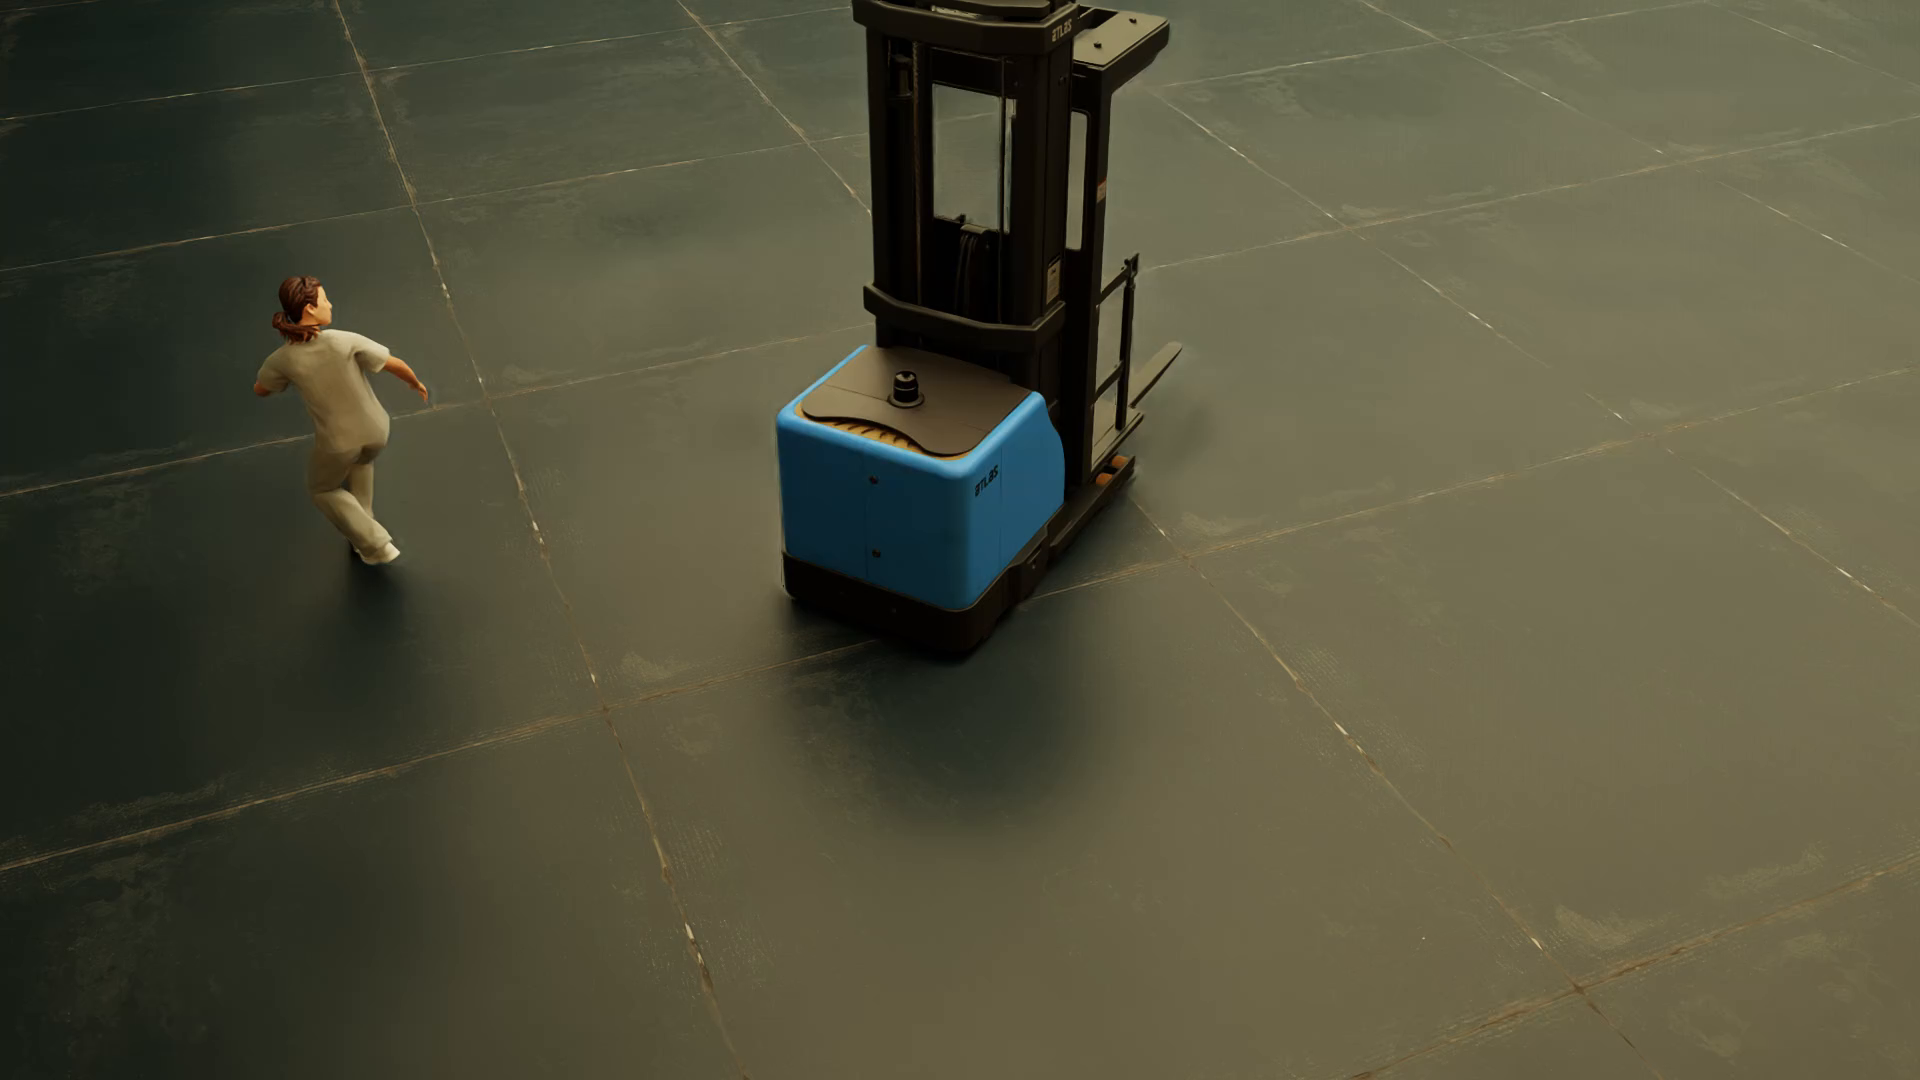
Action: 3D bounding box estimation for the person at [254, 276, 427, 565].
[{"bbox_3d":[-2.992,-0.606,8.154,0.767,1.545,0.789,-21,40,-26],"label":"person"}]

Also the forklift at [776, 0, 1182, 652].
[{"bbox_3d":[0.293,-1.505,8.215,1.130,2.935,3.031,18,39,23],"label":"forklift"}]
